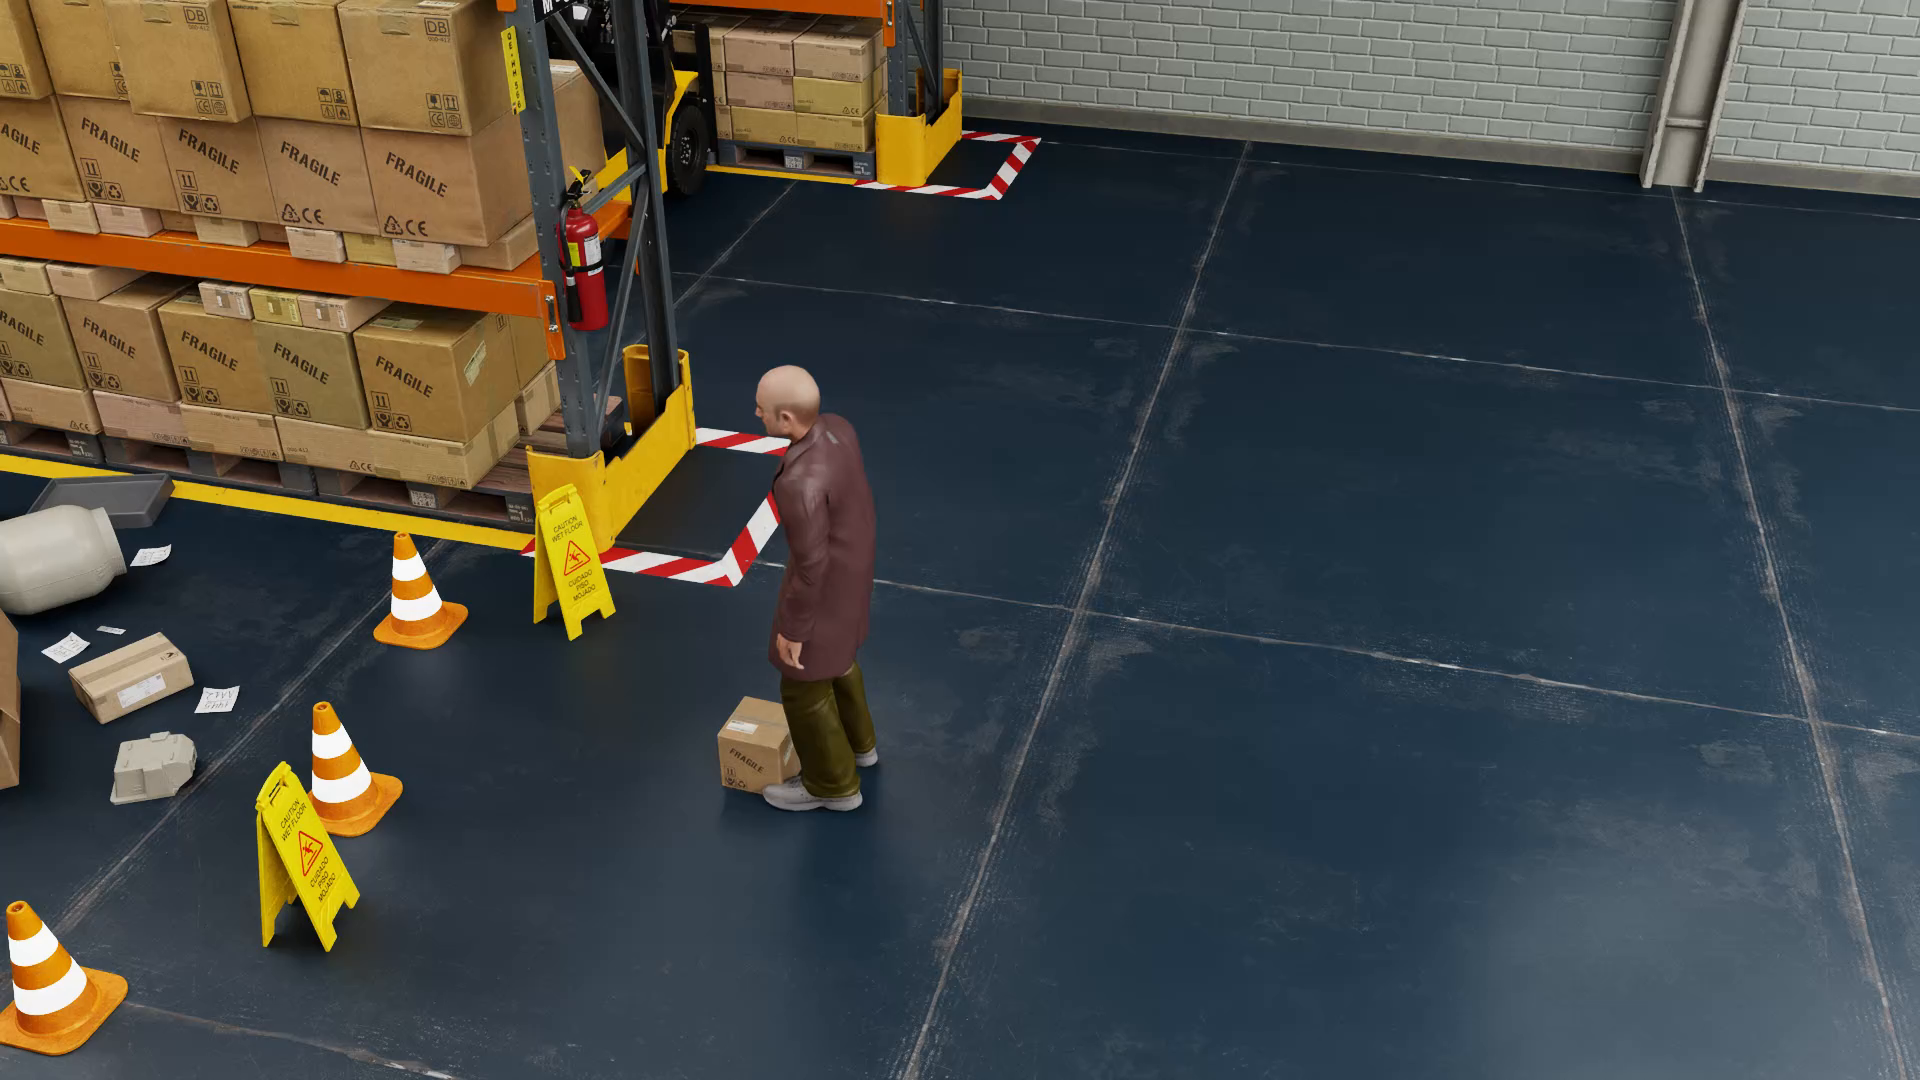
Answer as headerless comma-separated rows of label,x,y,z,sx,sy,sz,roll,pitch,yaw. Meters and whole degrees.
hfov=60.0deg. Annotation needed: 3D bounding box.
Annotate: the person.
person,-0.507,0.185,5.861,0.427,1.773,0.651,6,33,9
